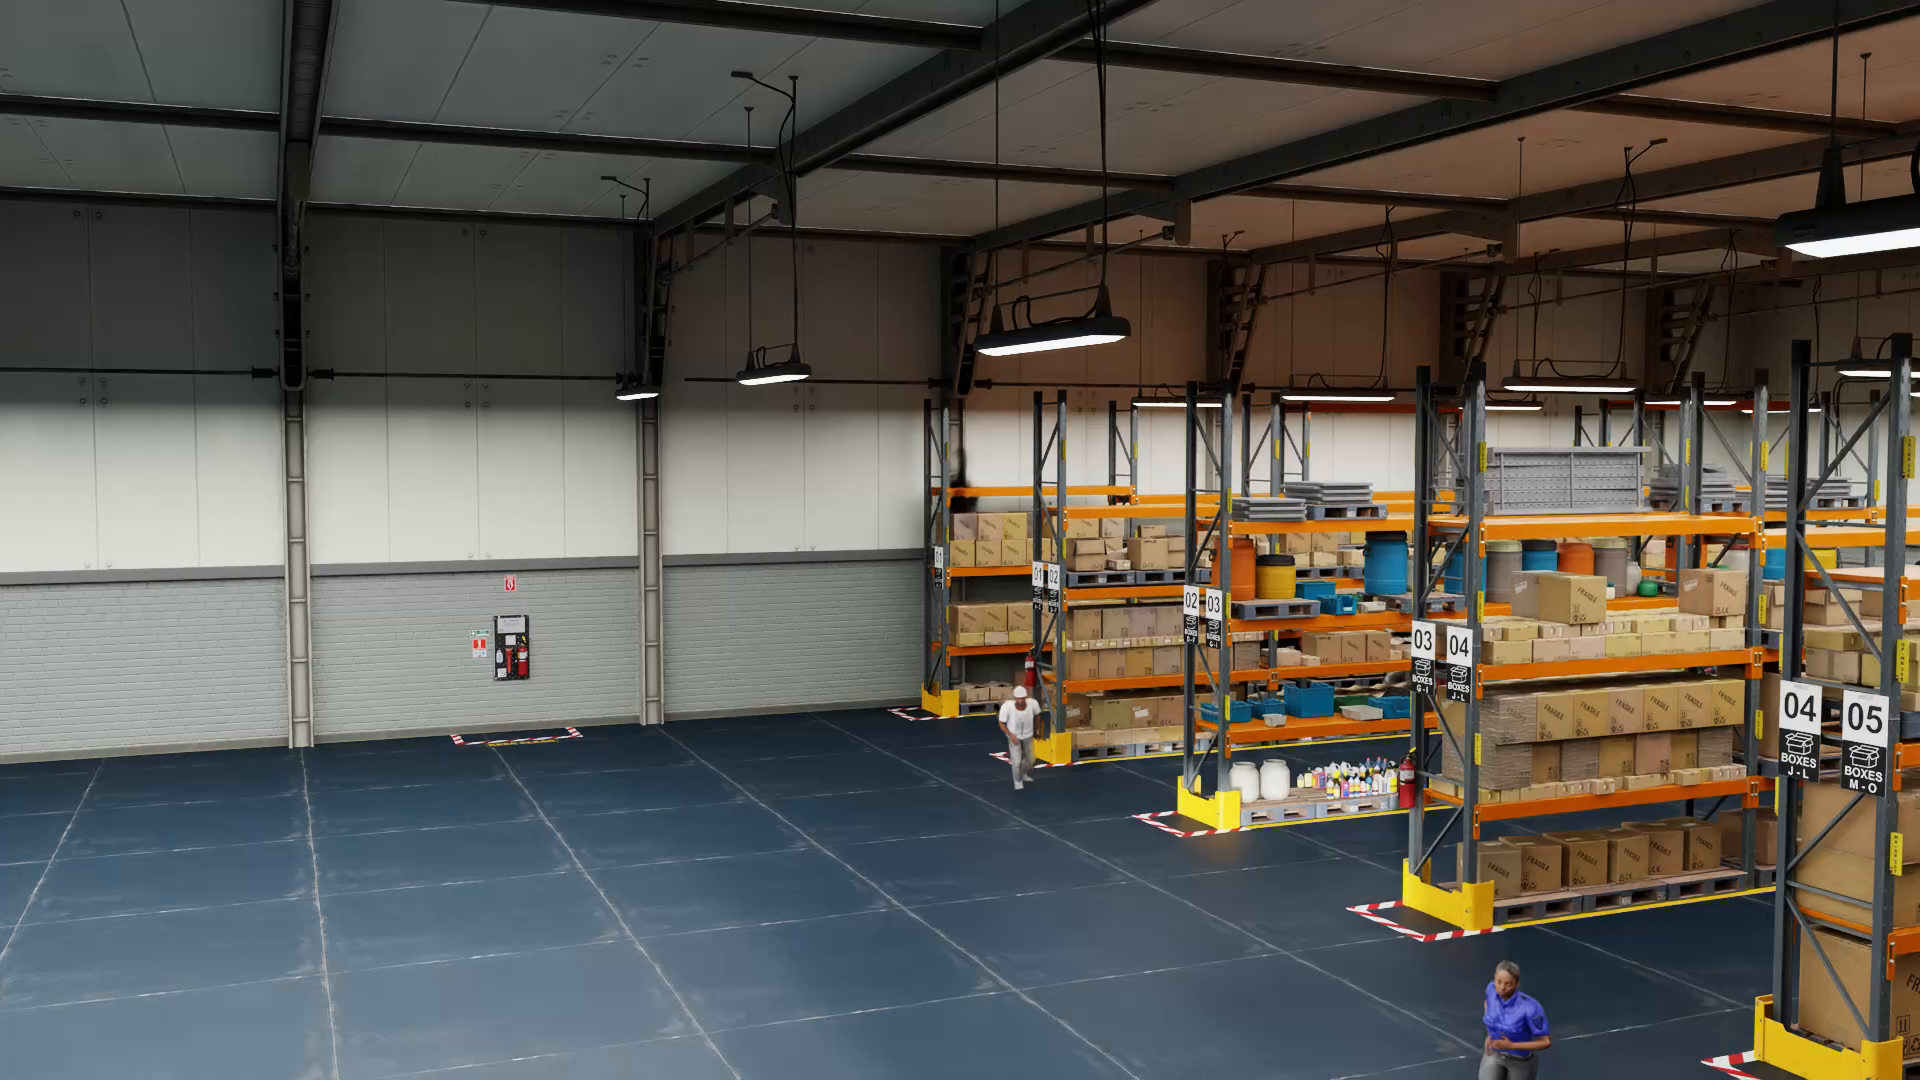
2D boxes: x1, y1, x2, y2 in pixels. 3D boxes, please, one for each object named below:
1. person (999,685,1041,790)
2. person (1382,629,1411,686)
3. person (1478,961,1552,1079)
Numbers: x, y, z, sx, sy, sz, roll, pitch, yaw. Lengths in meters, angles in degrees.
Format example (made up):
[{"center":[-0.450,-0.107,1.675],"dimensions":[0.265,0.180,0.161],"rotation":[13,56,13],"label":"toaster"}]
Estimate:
[{"center":[0.878,2.907,24.602],"dimensions":[0.670,1.605,0.916],"rotation":[-1,3,-14],"label":"person"},{"center":[8.564,2.485,32.070],"dimensions":[1.107,1.582,0.685],"rotation":[-1,3,-12],"label":"person"},{"center":[3.927,3.686,11.682],"dimensions":[0.548,1.603,0.828],"rotation":[2,4,35],"label":"person"}]
